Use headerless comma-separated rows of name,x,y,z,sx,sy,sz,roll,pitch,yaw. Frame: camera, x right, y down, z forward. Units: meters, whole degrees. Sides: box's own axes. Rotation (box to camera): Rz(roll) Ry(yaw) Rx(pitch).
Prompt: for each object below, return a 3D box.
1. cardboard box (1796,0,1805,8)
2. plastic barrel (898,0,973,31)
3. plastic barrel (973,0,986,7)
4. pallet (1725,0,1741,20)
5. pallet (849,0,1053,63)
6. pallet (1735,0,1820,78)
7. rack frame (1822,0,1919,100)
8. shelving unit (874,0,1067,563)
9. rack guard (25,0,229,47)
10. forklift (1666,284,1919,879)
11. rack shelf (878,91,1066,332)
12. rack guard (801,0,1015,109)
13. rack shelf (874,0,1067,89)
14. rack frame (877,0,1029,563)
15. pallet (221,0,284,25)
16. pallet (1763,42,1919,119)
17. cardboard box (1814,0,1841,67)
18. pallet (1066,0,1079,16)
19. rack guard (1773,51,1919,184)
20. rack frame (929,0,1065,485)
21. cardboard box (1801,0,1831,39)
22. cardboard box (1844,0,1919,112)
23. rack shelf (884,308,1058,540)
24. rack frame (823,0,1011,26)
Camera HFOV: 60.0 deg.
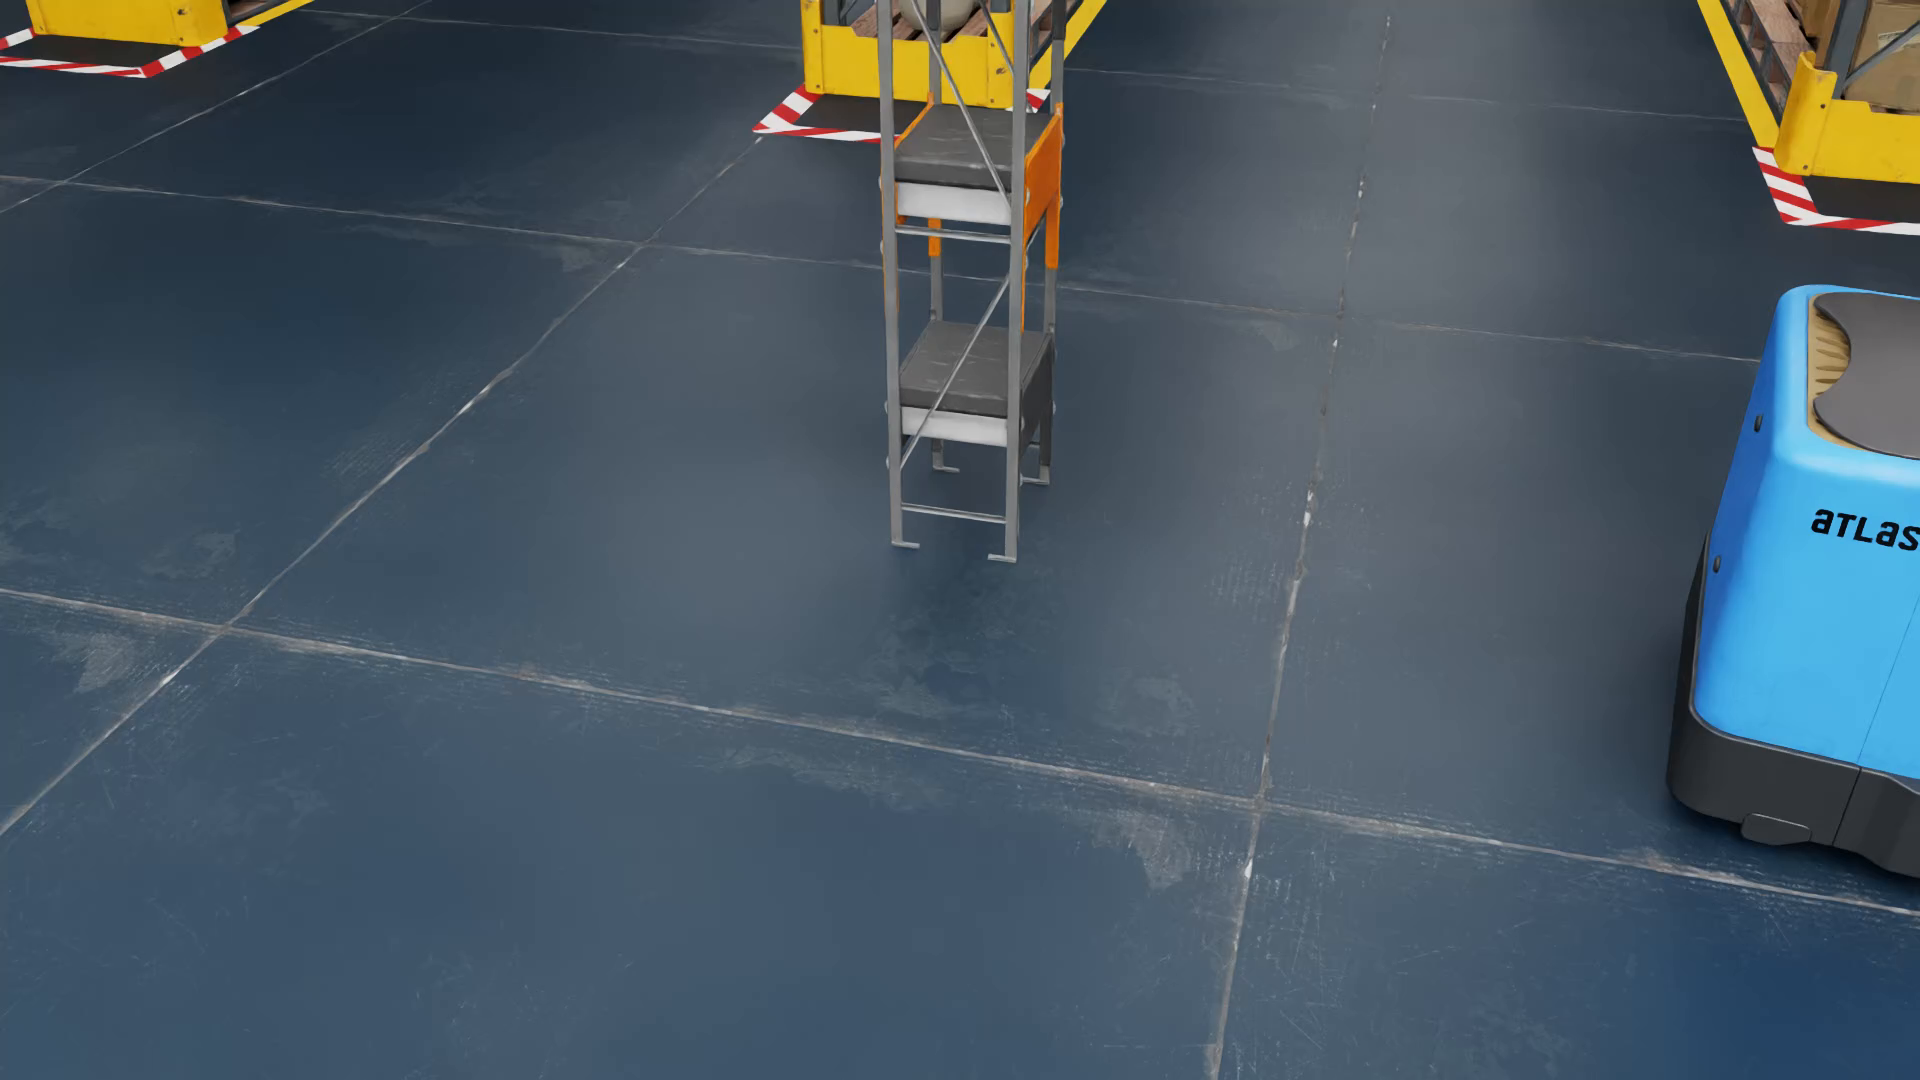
cardboard box,5.215,-3.372,9.696,0.500,0.500,0.500,5,33,8
plastic barrel,-0.138,-3.160,9.353,0.421,0.512,0.421,0,32,0
plastic barrel,-0.011,-3.421,9.762,0.421,0.512,0.421,0,32,0
pallet,5.439,-3.552,10.641,1.003,0.211,1.213,8,33,12
pallet,-0.046,-2.971,9.727,1.003,0.211,1.213,8,33,12
pallet,5.131,-2.917,9.642,1.003,0.211,1.213,8,33,12
rack frame,4.560,-3.007,7.184,1.000,3.000,0.127,8,33,12
shelving unit,0.042,-0.972,4.822,0.431,2.100,0.503,8,33,12
rack guard,-5.027,-3.290,9.959,1.175,0.500,0.348,8,33,12
forklift,3.329,-0.459,3.240,3.031,2.935,1.130,13,35,20
rack shelf,0.042,-0.960,4.829,0.431,0.518,0.480,8,33,12
rack guard,-0.257,-2.672,8.987,1.175,0.500,0.348,8,33,12
rack shelf,0.042,-1.551,4.454,0.431,0.518,0.480,8,33,12
rack frame,-0.020,-0.845,4.623,0.400,2.100,0.015,8,33,12
pallet,-4.868,-3.583,10.690,1.003,0.211,1.213,8,33,12
pallet,4.819,-2.286,8.650,1.003,0.211,1.213,8,33,12
cardboard box,4.853,-2.766,8.743,0.500,0.500,0.500,17,36,25
pallet,0.266,-3.602,10.720,1.003,0.211,1.213,8,33,12
rack guard,4.579,-1.991,7.917,1.175,0.500,0.348,8,33,12
rack frame,0.104,-1.099,5.021,0.400,2.100,0.015,8,33,12
cardboard box,5.030,-3.088,9.250,0.500,0.500,0.500,11,34,17
cardboard box,4.734,-2.451,8.248,0.500,0.500,0.500,14,35,21
rack shelf,0.042,-0.370,5.205,0.431,0.518,0.480,8,33,12
rack frame,-0.231,-3.681,8.245,1.000,3.000,0.127,8,33,12
